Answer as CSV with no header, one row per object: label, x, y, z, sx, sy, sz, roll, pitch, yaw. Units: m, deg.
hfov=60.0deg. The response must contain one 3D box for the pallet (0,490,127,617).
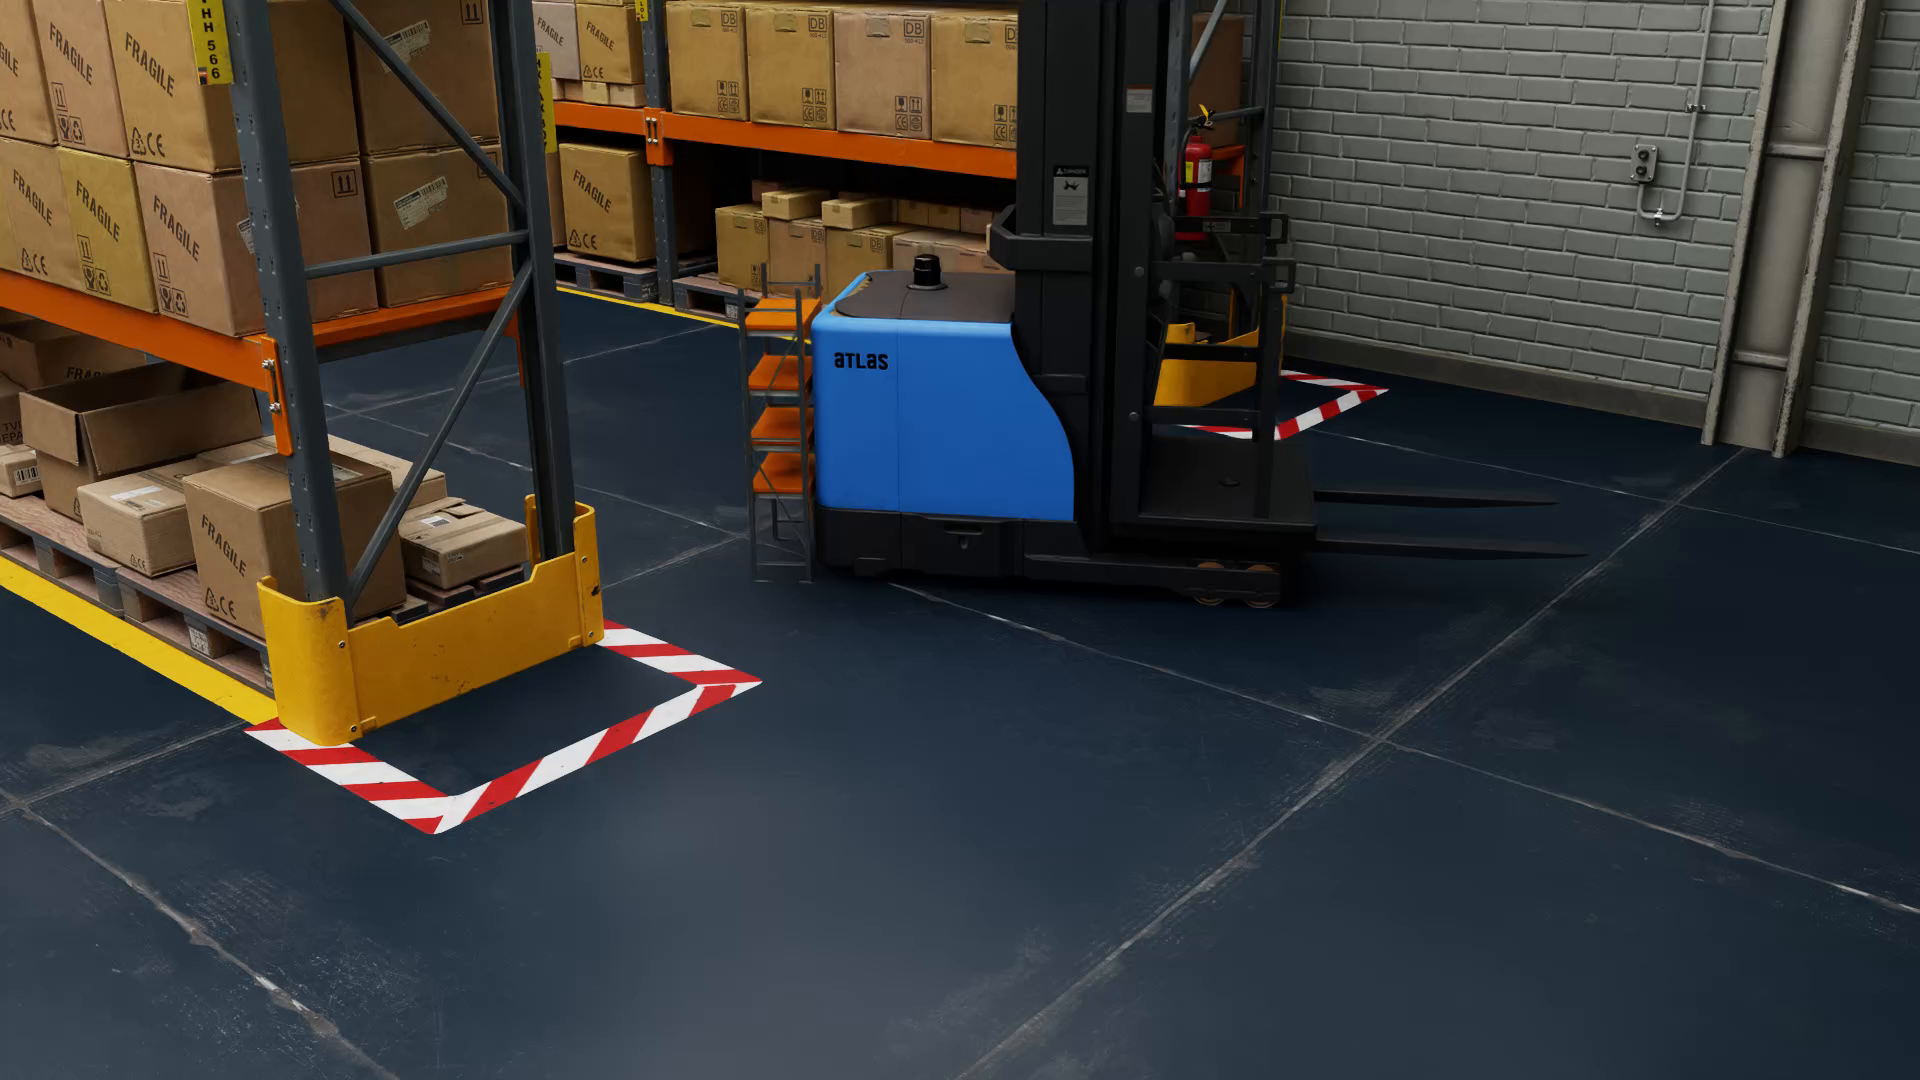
pallet,-3.362,-0.067,7.047,1.213,0.211,1.003,16,26,36

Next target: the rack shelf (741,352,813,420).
rack shelf,-0.704,-0.622,6.672,0.258,0.148,0.480,1,21,4

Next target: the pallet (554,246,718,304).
pallet,-2.359,-1.999,12.170,1.213,0.211,1.003,16,26,36

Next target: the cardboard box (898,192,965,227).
cardboard box,-0.176,-2.085,10.474,0.250,0.149,0.380,16,26,35

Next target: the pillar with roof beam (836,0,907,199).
pillar with roof beam,-3.347,-4.863,7.310,0.400,9.000,9.100,16,26,36

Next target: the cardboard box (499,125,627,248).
cardboard box,-2.990,-2.650,12.396,0.750,0.750,0.750,17,27,38

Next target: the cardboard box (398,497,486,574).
cardboard box,-2.045,-0.028,6.384,0.250,0.166,0.380,16,26,36

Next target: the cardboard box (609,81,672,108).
cardboard box,-2.155,-3.042,11.312,0.250,0.149,0.380,16,26,37

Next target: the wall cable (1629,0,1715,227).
wall cable,2.975,-2.708,8.659,1.851,1.984,0.084,16,26,36

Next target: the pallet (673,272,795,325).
pallet,-1.174,-1.657,11.262,1.213,0.211,1.003,16,26,36

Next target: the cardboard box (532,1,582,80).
cardboard box,-2.632,-3.493,11.588,0.500,0.500,0.500,16,26,37

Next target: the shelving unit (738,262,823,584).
shelving unit,-0.703,-0.475,6.727,0.258,1.200,0.503,1,21,4

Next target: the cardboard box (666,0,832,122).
cardboard box,-1.304,-3.167,10.891,0.700,0.700,0.980,17,26,37

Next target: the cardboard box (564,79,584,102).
cardboard box,-2.537,-3.162,11.630,0.250,0.149,0.380,17,27,38

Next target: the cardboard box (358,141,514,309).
cardboard box,-1.921,-1.123,5.753,0.500,0.500,0.500,17,26,37

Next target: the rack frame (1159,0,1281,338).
rack frame,1.385,-2.260,8.910,0.127,3.000,1.000,16,26,36

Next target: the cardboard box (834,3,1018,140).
cardboard box,-0.172,-2.843,10.032,0.700,0.700,0.980,15,25,34

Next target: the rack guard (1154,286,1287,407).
rack guard,1.404,-1.085,9.337,0.348,0.500,1.175,16,26,36

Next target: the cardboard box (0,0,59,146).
cardboard box,-3.059,-1.671,5.788,0.500,0.500,0.500,17,26,38

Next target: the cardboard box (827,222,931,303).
cardboard box,-0.416,-1.756,10.522,0.500,0.500,0.700,17,26,37

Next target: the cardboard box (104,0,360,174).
cardboard box,-2.263,-1.444,5.187,0.500,0.500,0.500,16,26,36

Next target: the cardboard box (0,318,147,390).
cardboard box,-4.222,-0.784,7.915,0.500,0.500,0.500,16,26,36

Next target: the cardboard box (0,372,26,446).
cardboard box,-4.655,-0.592,7.675,0.500,0.311,0.500,16,26,36

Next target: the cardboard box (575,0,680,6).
cardboard box,-2.237,-3.733,11.161,0.500,0.250,0.500,17,26,38

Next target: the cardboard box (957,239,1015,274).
cardboard box,0.392,-1.527,9.915,0.500,0.500,0.700,16,26,36

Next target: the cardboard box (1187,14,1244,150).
cardboard box,0.984,-2.511,9.151,0.700,0.700,0.980,18,27,39

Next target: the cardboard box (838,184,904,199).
cardboard box,-0.572,-2.199,10.776,0.250,0.149,0.380,15,25,35

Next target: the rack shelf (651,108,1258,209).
rack shelf,-0.164,-2.370,10.220,4.000,0.370,1.077,16,26,36

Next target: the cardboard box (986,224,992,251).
cardboard box,0.366,-1.755,9.599,0.250,0.149,0.380,17,26,38

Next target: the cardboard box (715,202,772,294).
cardboard box,-1.199,-1.984,11.127,0.500,0.500,0.700,16,26,37

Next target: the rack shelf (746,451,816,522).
rack shelf,-0.703,-0.227,6.821,0.258,0.148,0.480,1,21,4

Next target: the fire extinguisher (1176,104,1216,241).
fire extinguisher,1.210,-1.889,8.566,0.183,0.674,0.296,16,26,36

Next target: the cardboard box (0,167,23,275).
cardboard box,-3.441,-1.317,6.269,0.500,0.500,0.500,16,26,36

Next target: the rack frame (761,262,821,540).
rack frame,-0.687,-0.561,6.955,0.240,1.200,0.015,1,21,4

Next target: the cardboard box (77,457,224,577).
cardboard box,-3.038,-0.098,6.451,0.500,0.250,0.500,16,26,36

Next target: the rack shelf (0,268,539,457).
rack shelf,-3.294,-1.015,6.627,4.000,0.370,1.077,16,26,36

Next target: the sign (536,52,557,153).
sign,-1.401,-1.458,5.558,0.005,0.325,0.100,16,26,36

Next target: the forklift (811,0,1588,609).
forklift,0.969,-1.307,6.480,3.031,2.935,1.130,3,21,8

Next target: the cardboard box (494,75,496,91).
cardboard box,-3.310,-3.400,12.261,0.250,0.149,0.380,17,27,38

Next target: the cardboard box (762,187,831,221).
cardboard box,-1.049,-2.162,10.677,0.250,0.149,0.380,17,27,38

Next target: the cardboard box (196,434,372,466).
cardboard box,-2.761,-0.246,6.843,0.500,0.250,0.500,16,26,36

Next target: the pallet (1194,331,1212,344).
pallet,0.716,-1.112,9.818,1.213,0.211,1.003,16,26,36

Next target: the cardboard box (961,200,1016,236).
cardboard box,0.219,-1.971,10.173,0.250,0.149,0.380,17,26,37

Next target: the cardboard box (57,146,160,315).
cardboard box,-2.667,-1.092,5.671,0.500,0.500,0.500,16,26,37
